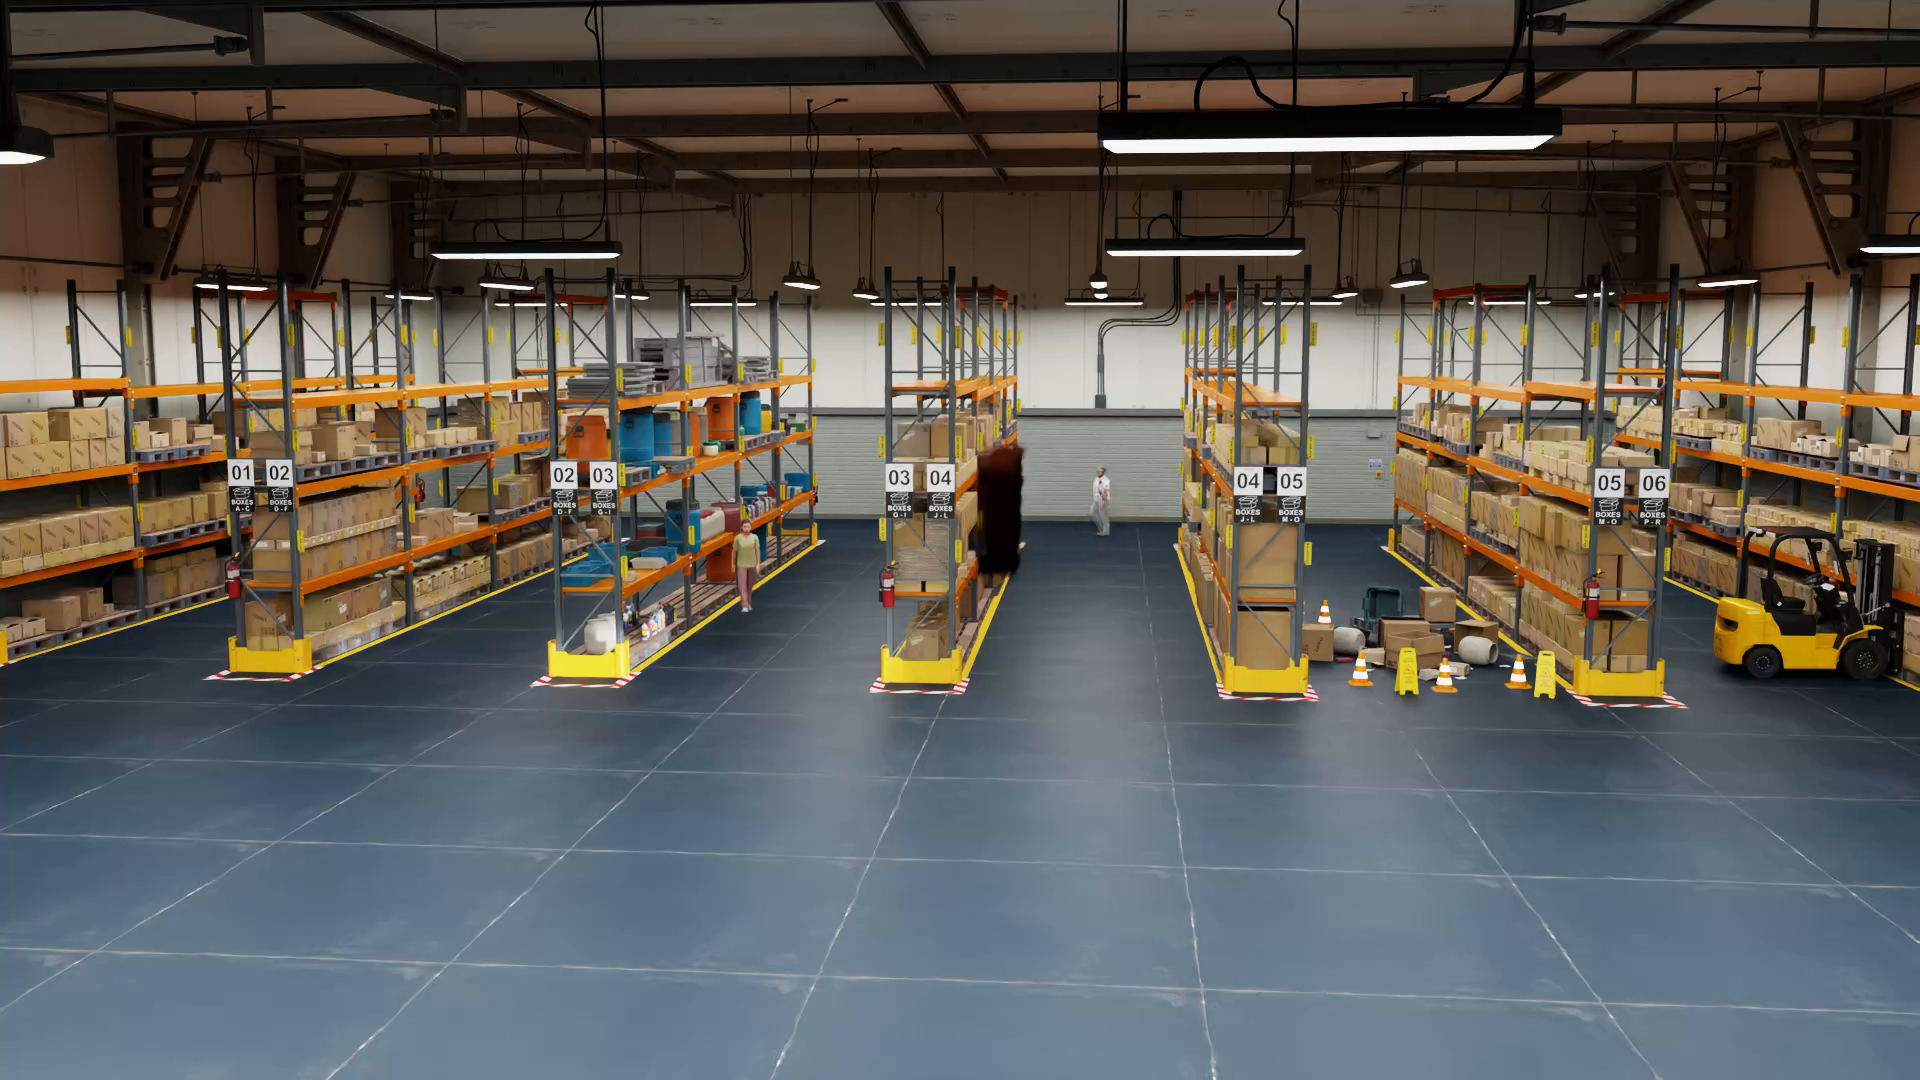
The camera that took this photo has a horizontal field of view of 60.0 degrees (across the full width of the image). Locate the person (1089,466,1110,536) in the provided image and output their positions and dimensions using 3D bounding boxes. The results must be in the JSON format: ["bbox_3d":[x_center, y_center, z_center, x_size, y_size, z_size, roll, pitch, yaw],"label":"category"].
[{"bbox_3d":[3.547,-0.973,42.058,0.463,1.807,0.586,-2,7,-19],"label":"person"}]

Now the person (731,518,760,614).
[{"bbox_3d":[-3.608,0.444,28.287,0.474,1.621,1.003,-3,8,-23],"label":"person"}]
